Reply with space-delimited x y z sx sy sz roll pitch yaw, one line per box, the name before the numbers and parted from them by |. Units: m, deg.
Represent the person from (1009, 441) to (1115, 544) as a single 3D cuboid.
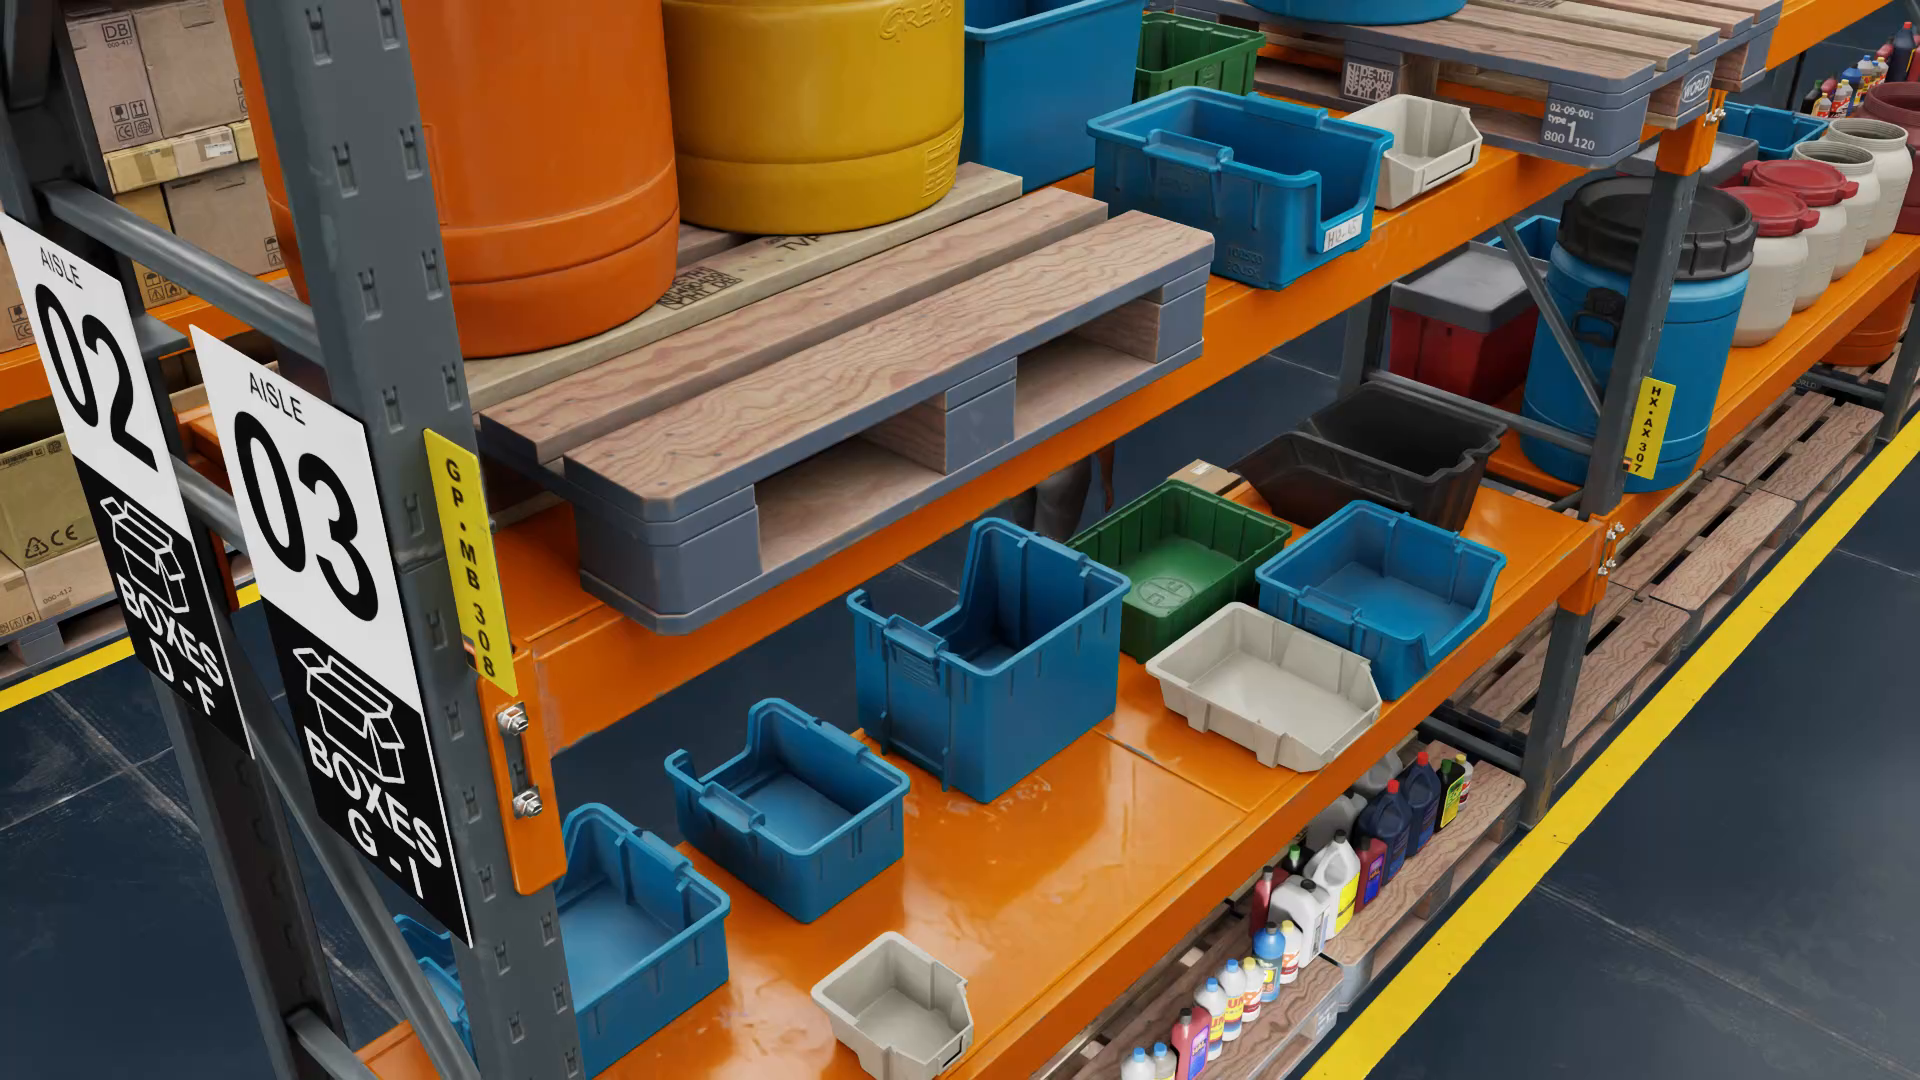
person | 0.349 -0.230 6.543 0.465 1.701 0.618 17 35 26
